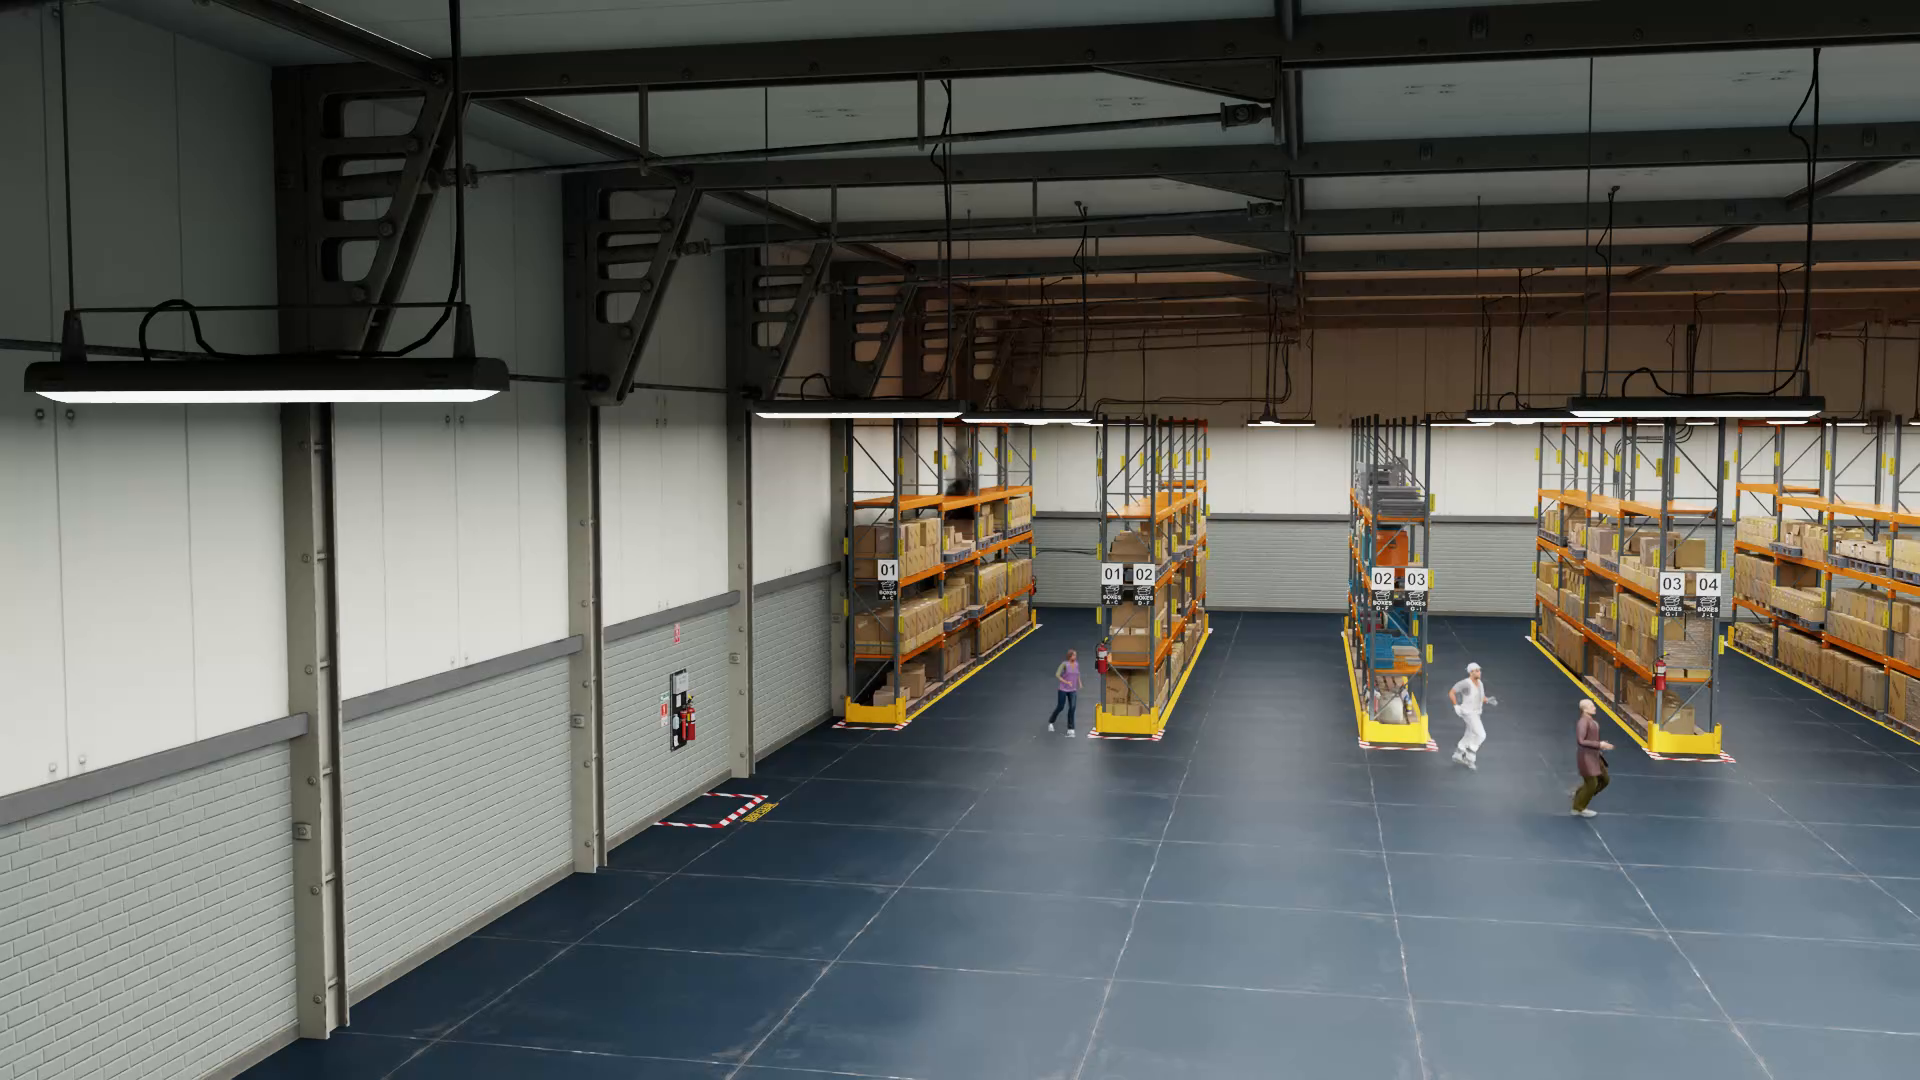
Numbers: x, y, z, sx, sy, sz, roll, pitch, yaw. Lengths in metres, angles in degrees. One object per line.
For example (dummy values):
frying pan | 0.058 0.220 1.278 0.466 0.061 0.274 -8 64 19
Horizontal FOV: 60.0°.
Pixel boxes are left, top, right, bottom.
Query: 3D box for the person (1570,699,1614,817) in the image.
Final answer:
person | 9.330 3.211 24.495 0.634 1.734 0.698 3 5 34

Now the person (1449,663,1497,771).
person | 8.664 2.974 28.061 0.737 1.816 0.642 4 5 44

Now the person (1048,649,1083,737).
person | 2.054 2.834 31.136 0.602 1.584 0.829 -2 4 -25

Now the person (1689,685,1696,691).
person | 16.179 2.486 36.570 0.615 1.638 0.604 1 4 16
